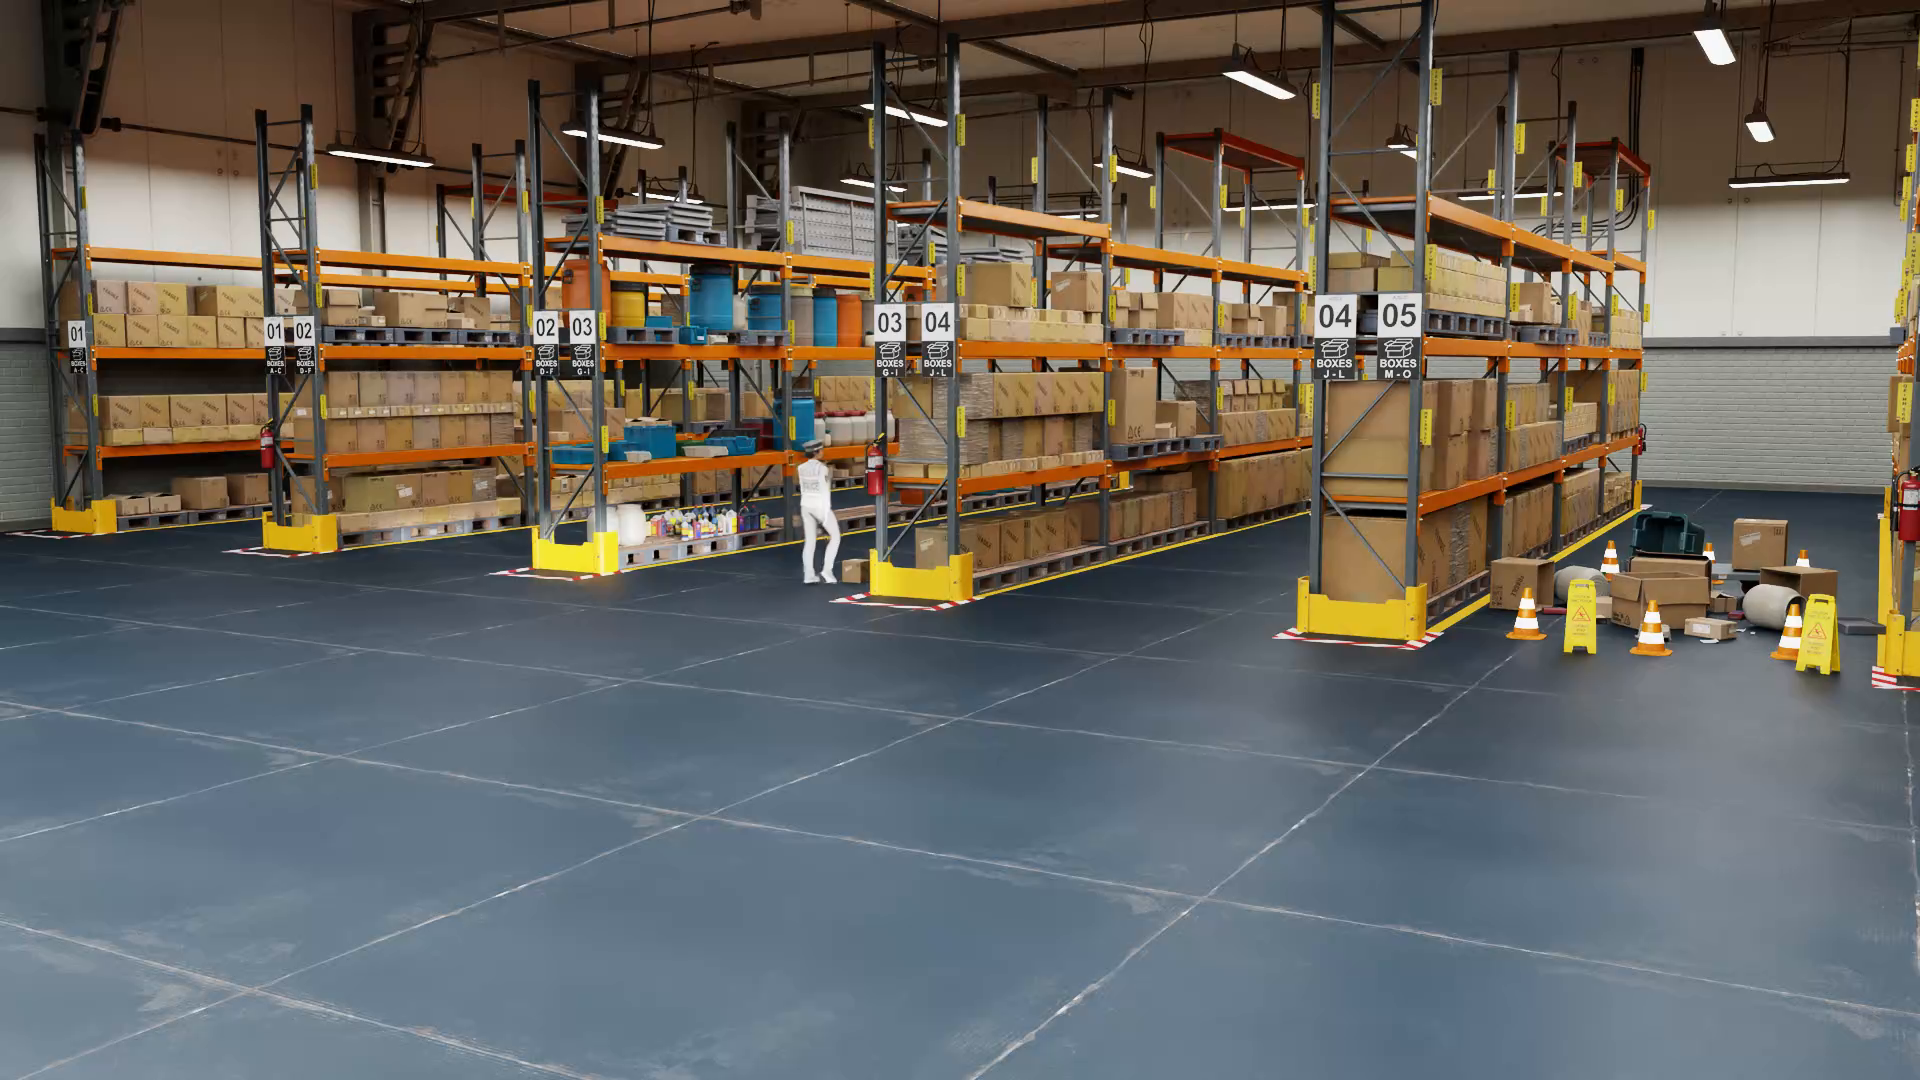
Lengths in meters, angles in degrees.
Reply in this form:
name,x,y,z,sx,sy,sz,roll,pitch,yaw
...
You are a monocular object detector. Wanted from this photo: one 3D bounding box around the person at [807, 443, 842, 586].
name,x,y,z,sx,sy,sz,roll,pitch,yaw
person,-1.579,-0.298,19.263,0.352,1.657,0.479,-5,8,-39
